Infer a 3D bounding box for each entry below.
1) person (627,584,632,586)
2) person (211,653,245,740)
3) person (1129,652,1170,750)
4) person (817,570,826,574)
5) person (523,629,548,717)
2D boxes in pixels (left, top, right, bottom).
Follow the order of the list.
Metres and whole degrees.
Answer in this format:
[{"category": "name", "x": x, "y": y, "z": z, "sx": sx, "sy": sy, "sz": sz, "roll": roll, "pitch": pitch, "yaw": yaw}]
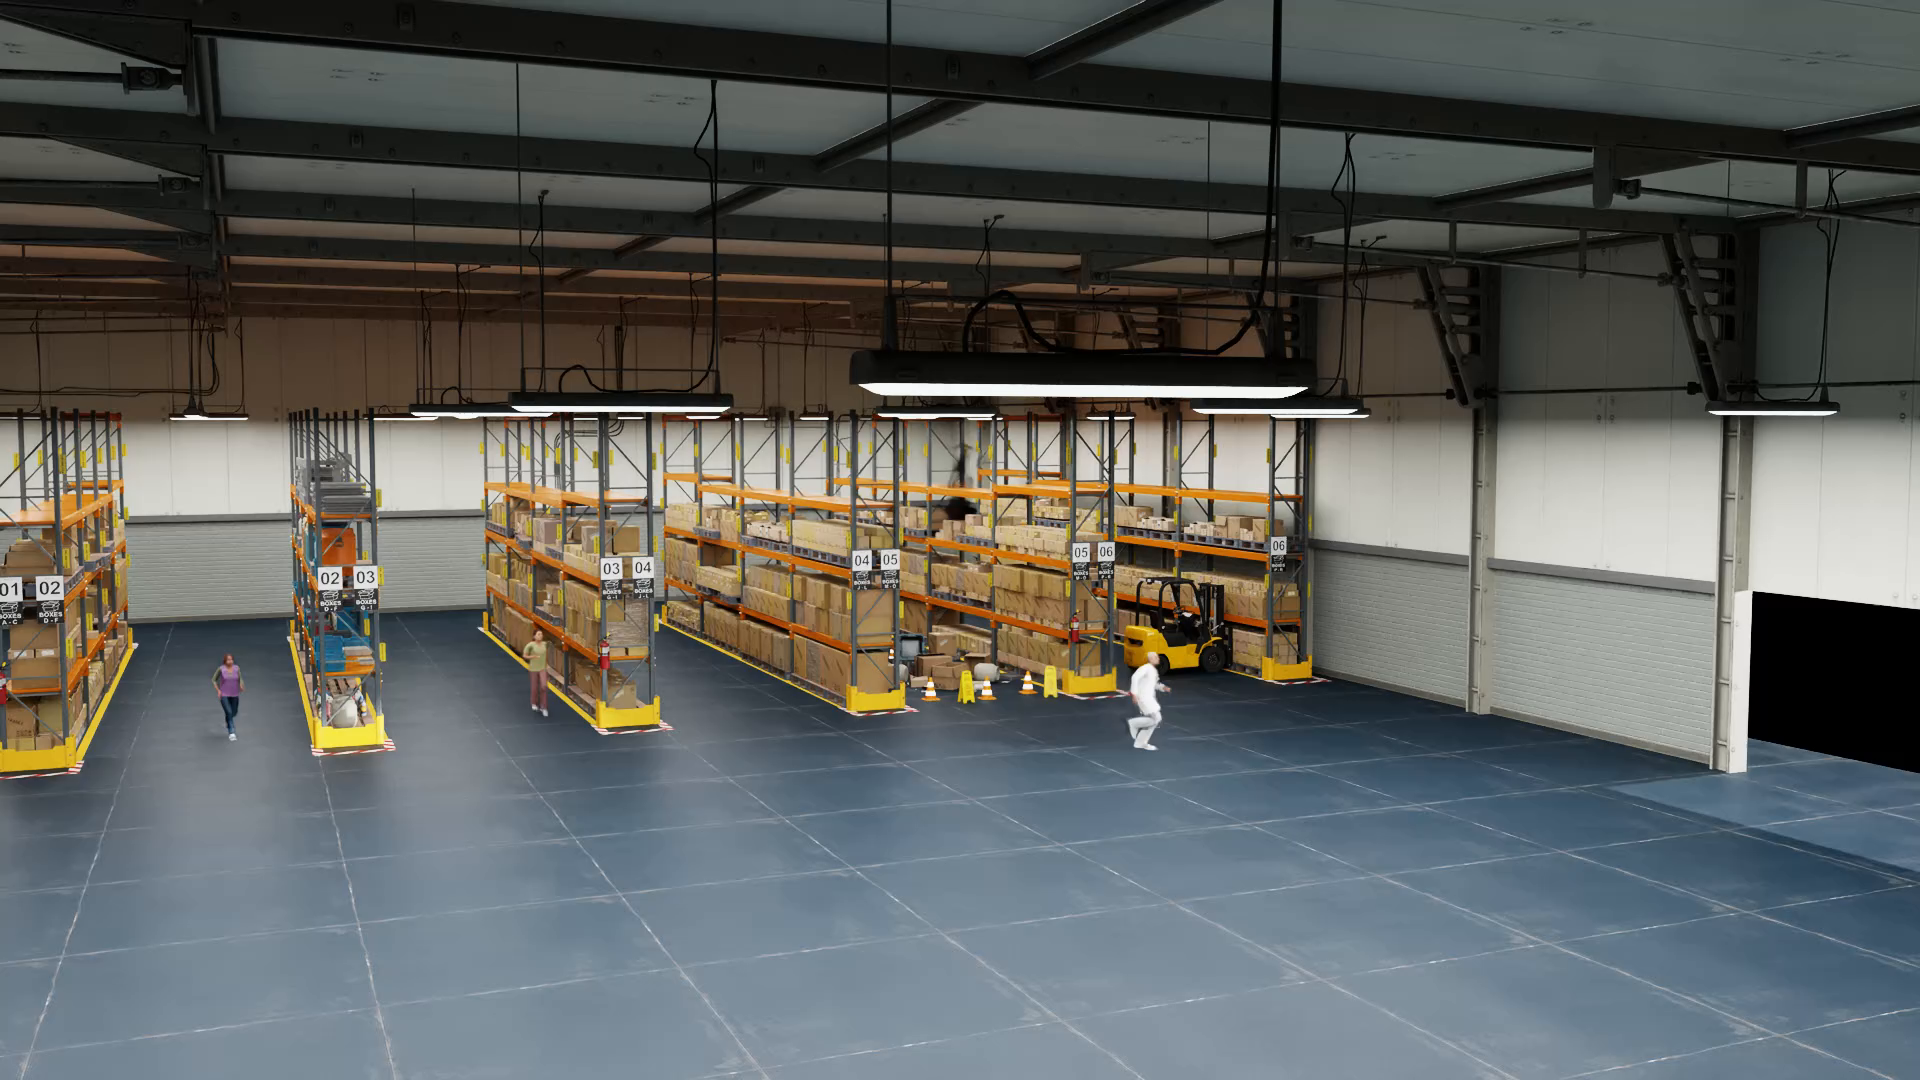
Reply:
[{"category": "person", "x": -9.782, "y": 1.566, "z": 48.427, "sx": 0.585, "sy": 1.614, "sz": 0.694, "roll": 1, "pitch": 4, "yaw": 9}, {"category": "person", "x": -13.334, "y": 2.831, "z": 30.265, "sx": 0.526, "sy": 1.570, "sz": 0.744, "roll": -3, "pitch": 5, "yaw": -39}, {"category": "person", "x": 3.329, "y": 2.826, "z": 29.221, "sx": 0.711, "sy": 1.730, "sz": 0.758, "roll": 2, "pitch": 4, "yaw": 23}, {"category": "person", "x": -4.167, "y": 1.299, "z": 50.848, "sx": 0.760, "sy": 1.733, "sz": 0.628, "roll": -2, "pitch": 5, "yaw": -28}, {"category": "person", "x": -8.349, "y": 2.598, "z": 32.745, "sx": 0.550, "sy": 1.721, "sz": 0.824, "roll": -2, "pitch": 5, "yaw": -30}]
